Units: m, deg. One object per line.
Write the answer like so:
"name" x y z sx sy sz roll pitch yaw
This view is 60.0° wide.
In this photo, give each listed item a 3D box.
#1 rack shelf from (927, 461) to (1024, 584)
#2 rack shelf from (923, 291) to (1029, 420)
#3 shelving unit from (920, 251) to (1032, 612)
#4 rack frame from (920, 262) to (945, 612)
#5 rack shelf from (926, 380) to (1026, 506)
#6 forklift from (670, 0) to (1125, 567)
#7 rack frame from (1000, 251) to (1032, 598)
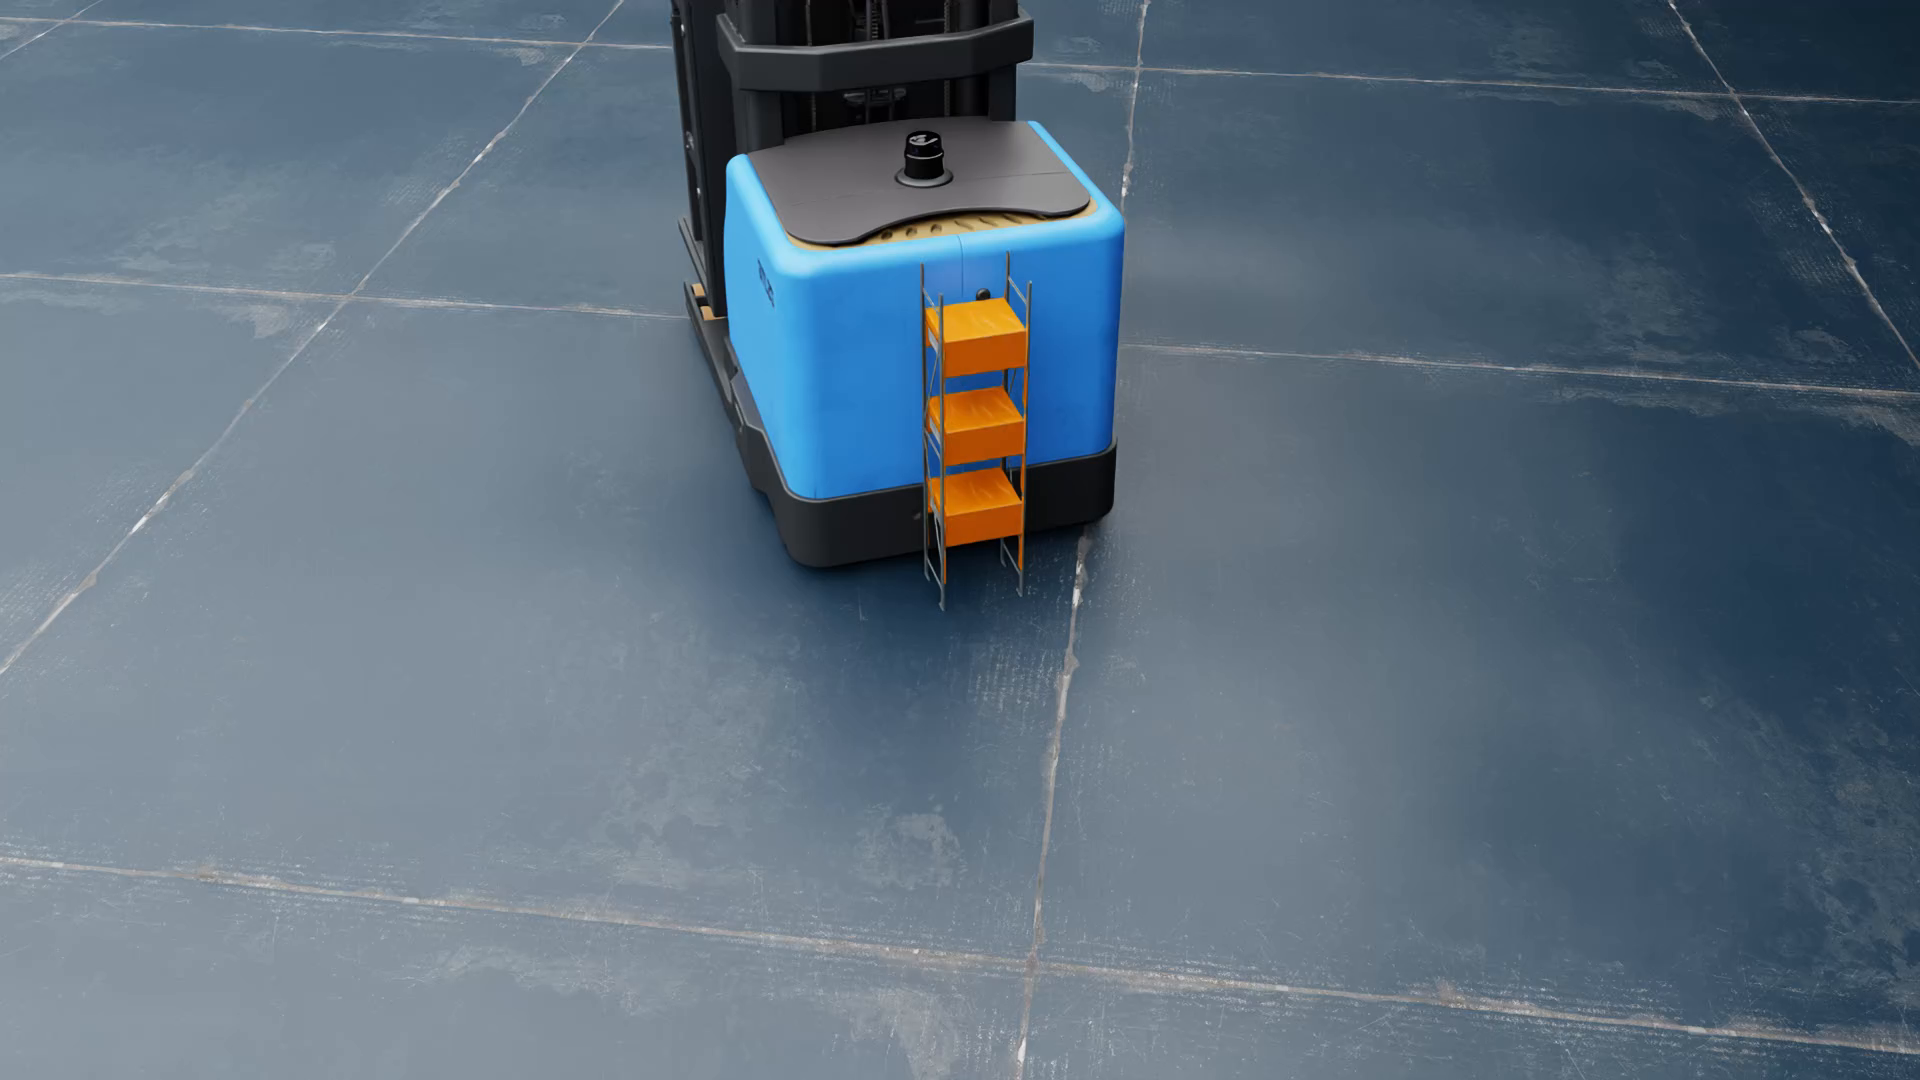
"rack shelf" 0.040 -0.053 4.917 0.240 0.259 0.215 -10 37 -14
"rack shelf" 0.040 -0.510 4.590 0.240 0.259 0.215 -10 37 -14
"shelving unit" 0.040 -0.288 4.749 0.252 1.050 0.215 -10 37 -14
"rack frame" -0.076 -0.267 4.721 0.008 1.050 0.200 -10 37 -14
"rack shelf" 0.040 -0.279 4.755 0.240 0.259 0.215 -10 37 -14
"forklift" -0.426 -1.966 5.482 1.130 2.935 3.031 -10 37 -14
"rack frame" 0.157 -0.308 4.778 0.008 1.050 0.200 -10 37 -14
